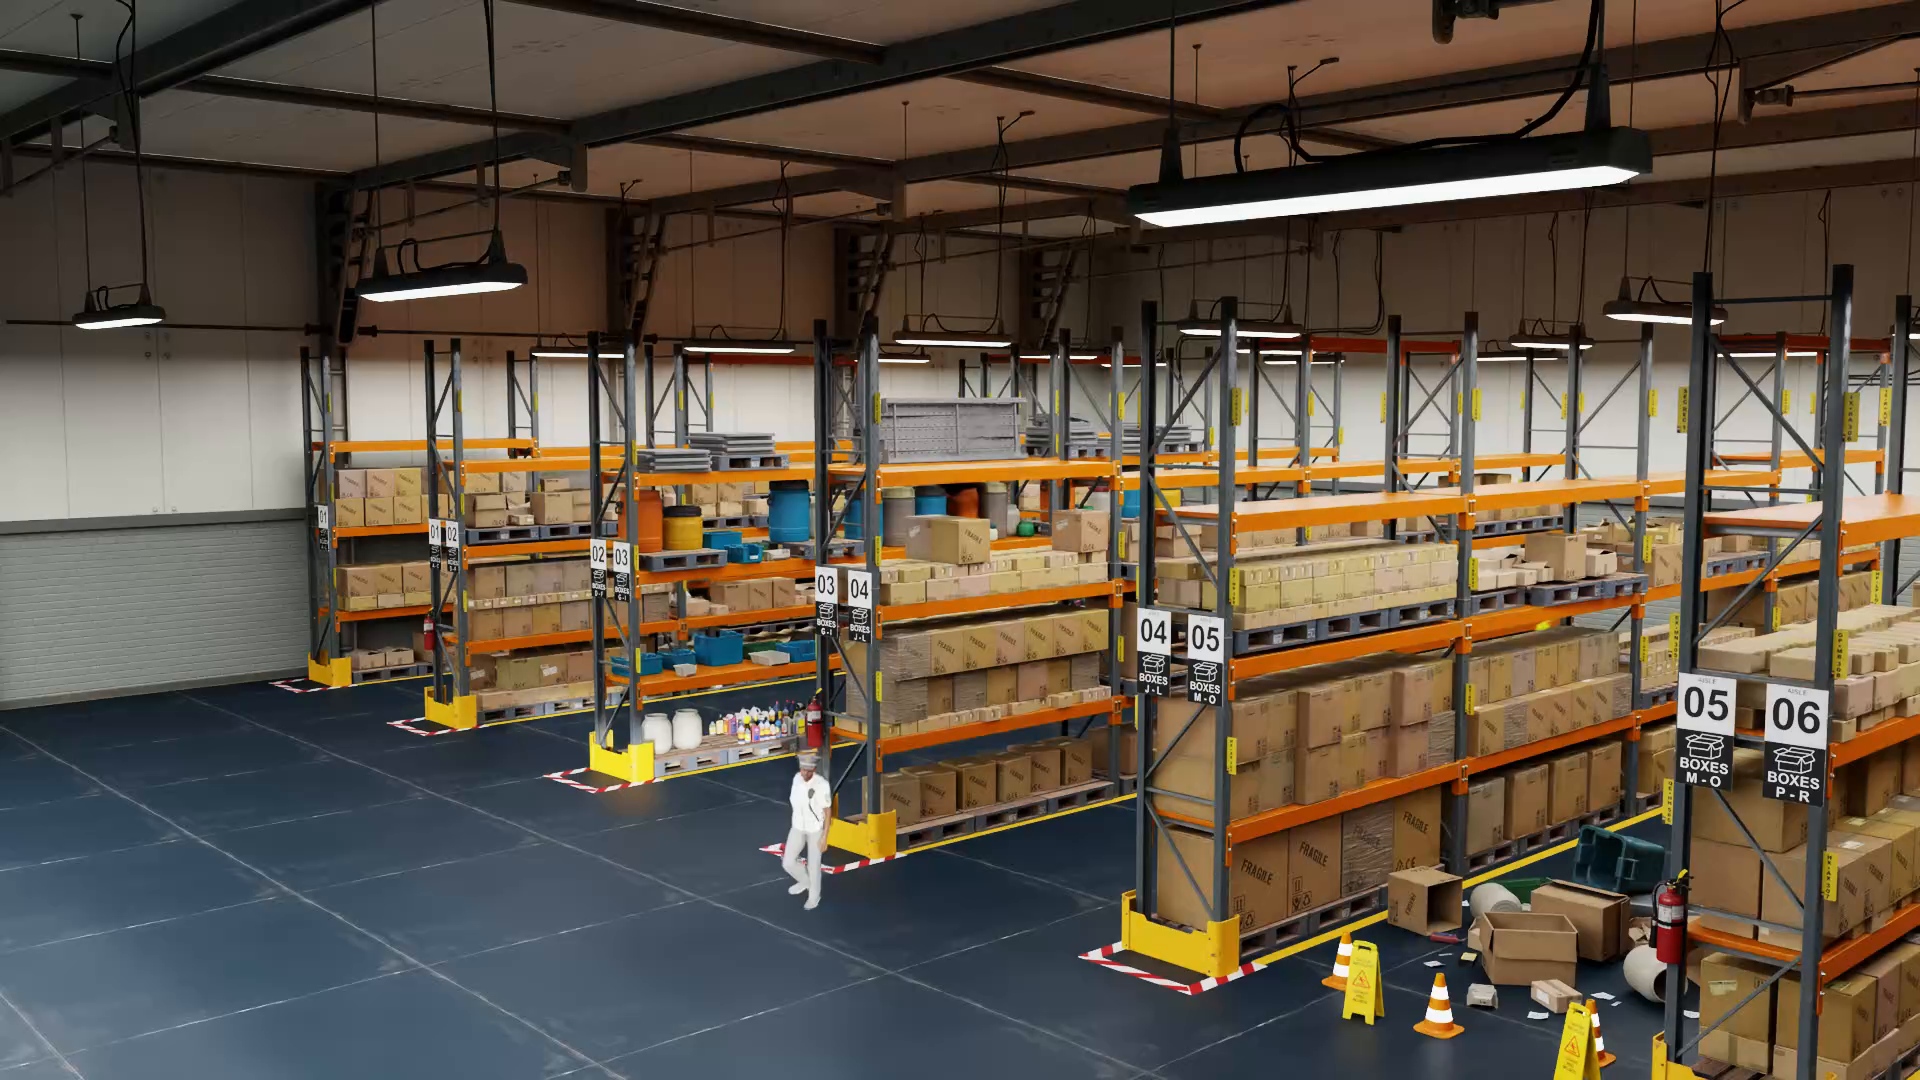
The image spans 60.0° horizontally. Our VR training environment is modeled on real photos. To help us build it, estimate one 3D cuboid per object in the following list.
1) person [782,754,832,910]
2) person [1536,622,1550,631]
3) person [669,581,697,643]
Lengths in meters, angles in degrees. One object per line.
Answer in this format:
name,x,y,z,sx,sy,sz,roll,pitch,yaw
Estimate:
person,-1.521,2.908,16.655,0.612,1.637,0.560,2,5,22
person,8.905,2.076,25.328,0.651,1.712,0.717,-3,6,-30
person,-5.305,1.516,32.045,0.695,1.672,0.859,2,5,18
